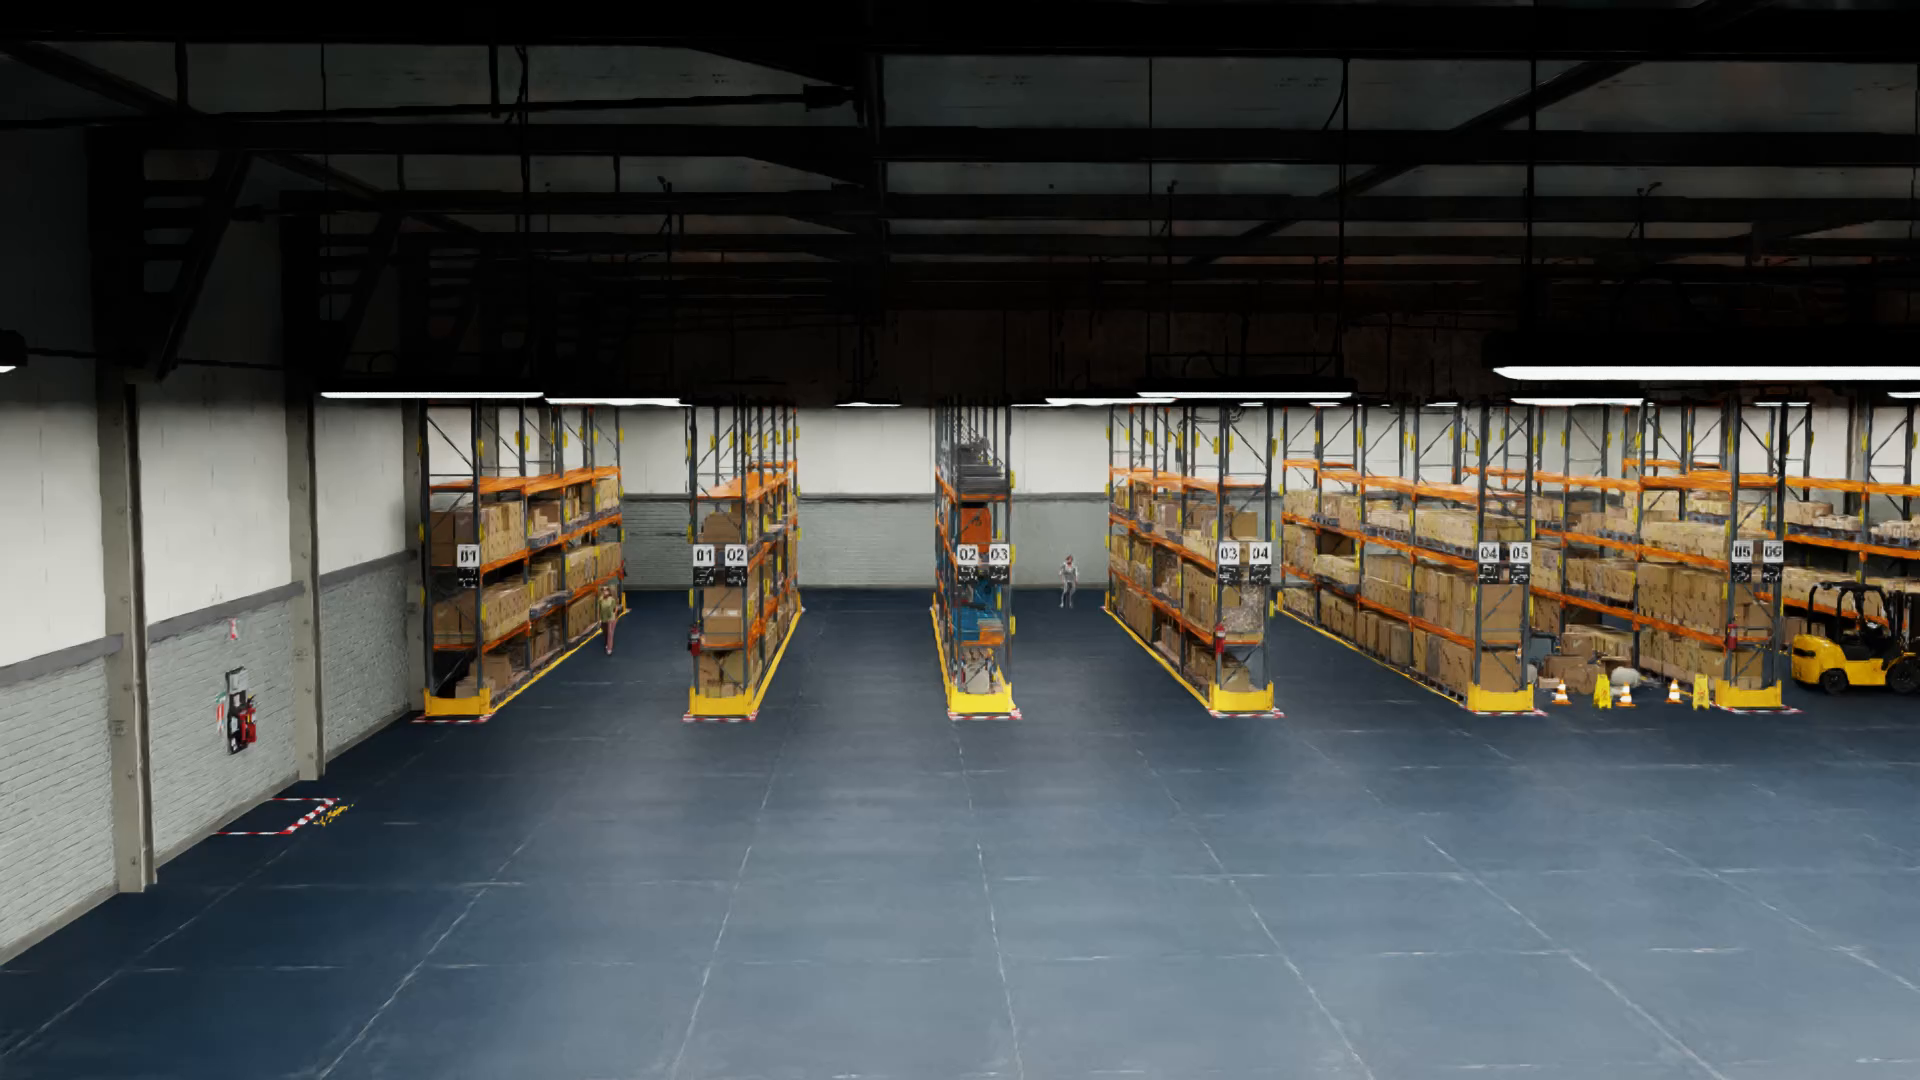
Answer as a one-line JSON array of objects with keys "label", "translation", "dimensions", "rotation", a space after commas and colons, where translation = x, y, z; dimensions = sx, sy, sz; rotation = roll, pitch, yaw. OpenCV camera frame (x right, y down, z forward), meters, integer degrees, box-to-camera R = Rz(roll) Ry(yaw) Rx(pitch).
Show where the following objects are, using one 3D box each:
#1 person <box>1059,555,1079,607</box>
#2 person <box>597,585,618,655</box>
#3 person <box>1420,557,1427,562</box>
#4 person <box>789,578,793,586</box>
[{"label": "person", "translation": [3.132, 1.186, 47.981], "dimensions": [0.566, 1.541, 0.519], "rotation": [0, 5, -5]}, {"label": "person", "translation": [-8.276, 1.850, 38.917], "dimensions": [0.448, 1.590, 1.110], "rotation": [0, 4, 0]}, {"label": "person", "translation": [12.683, 1.302, 45.593], "dimensions": [0.553, 1.637, 0.601], "rotation": [1, 5, 12]}, {"label": "person", "translation": [-5.068, 1.079, 48.376], "dimensions": [0.453, 1.658, 0.643], "rotation": [2, 5, 23]}]
